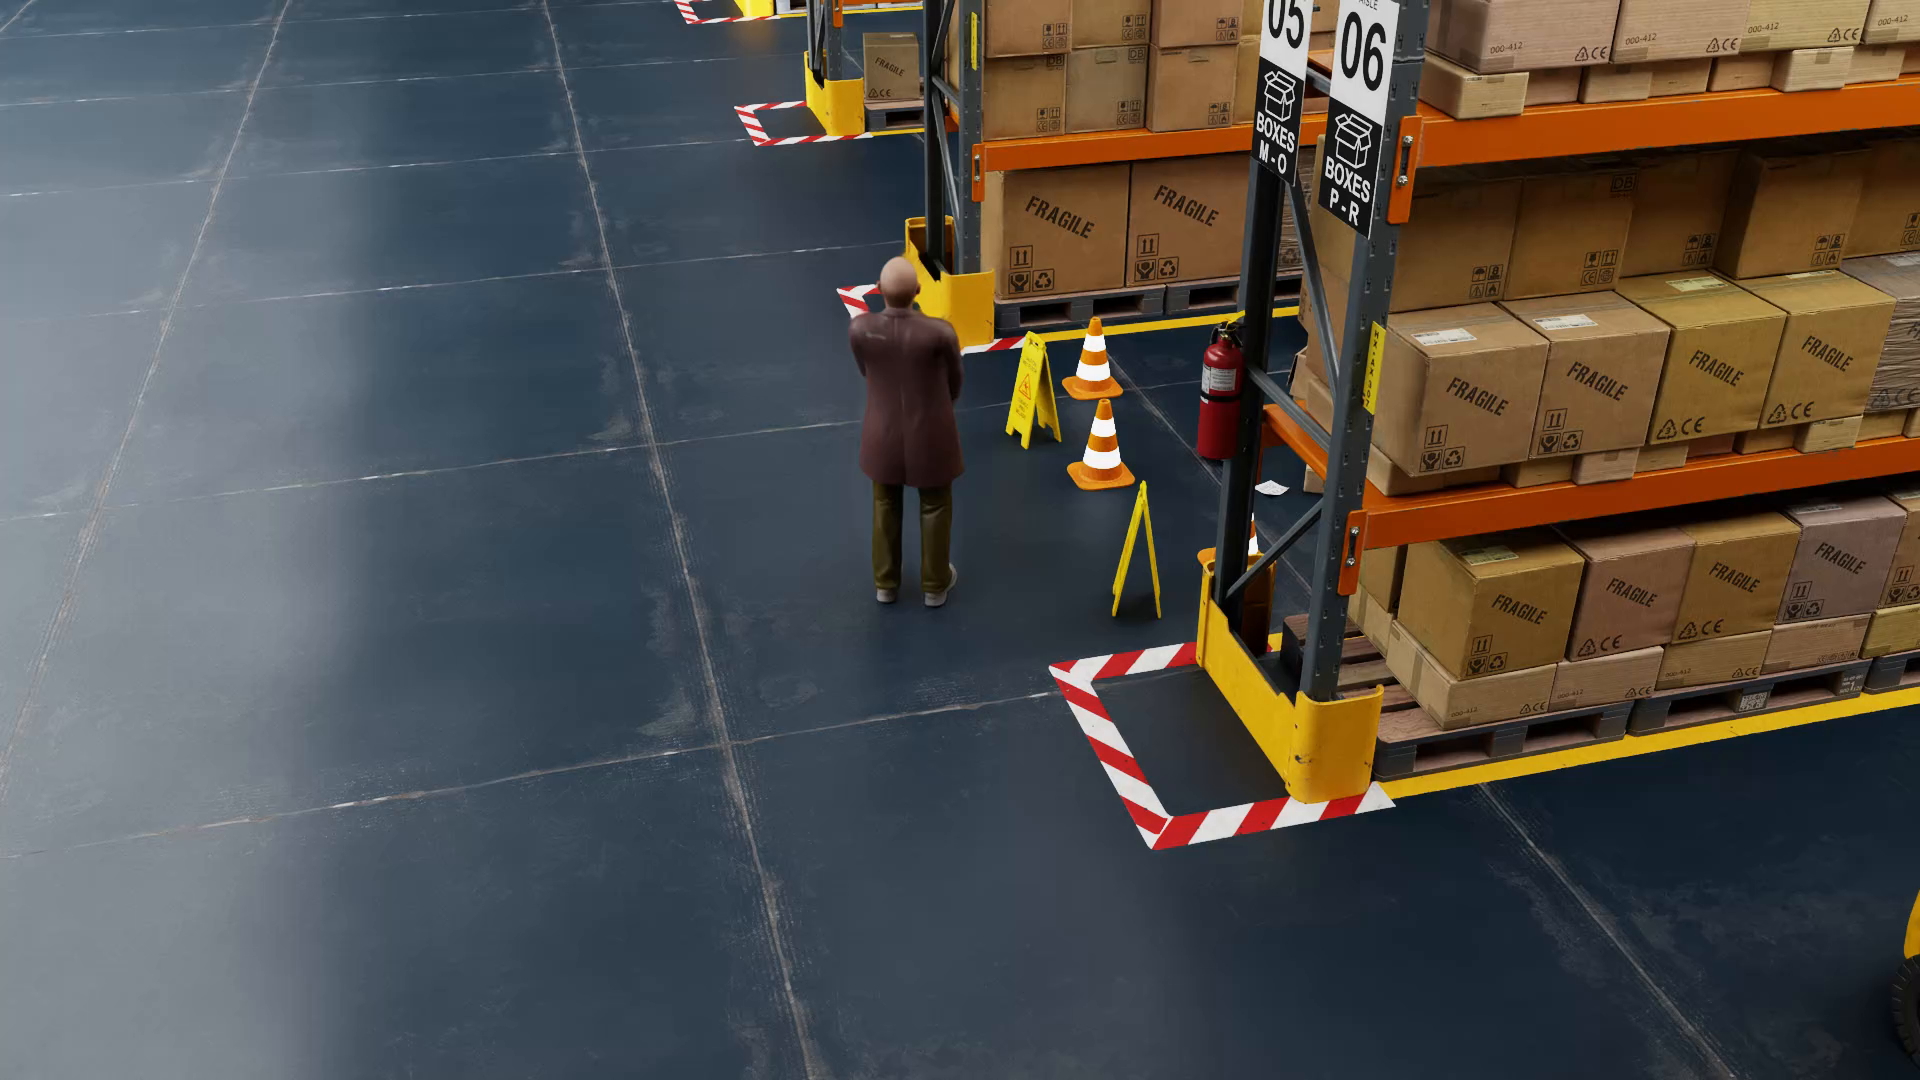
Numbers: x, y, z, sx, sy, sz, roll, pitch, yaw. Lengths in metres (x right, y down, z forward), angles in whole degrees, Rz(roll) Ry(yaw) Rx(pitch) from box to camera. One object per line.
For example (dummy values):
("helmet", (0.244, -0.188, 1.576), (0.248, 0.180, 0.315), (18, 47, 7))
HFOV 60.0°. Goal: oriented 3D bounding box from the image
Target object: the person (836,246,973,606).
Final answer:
("person", (-0.261, -0.521, 7.877), (0.649, 1.772, 0.429), (3, 30, 6))
